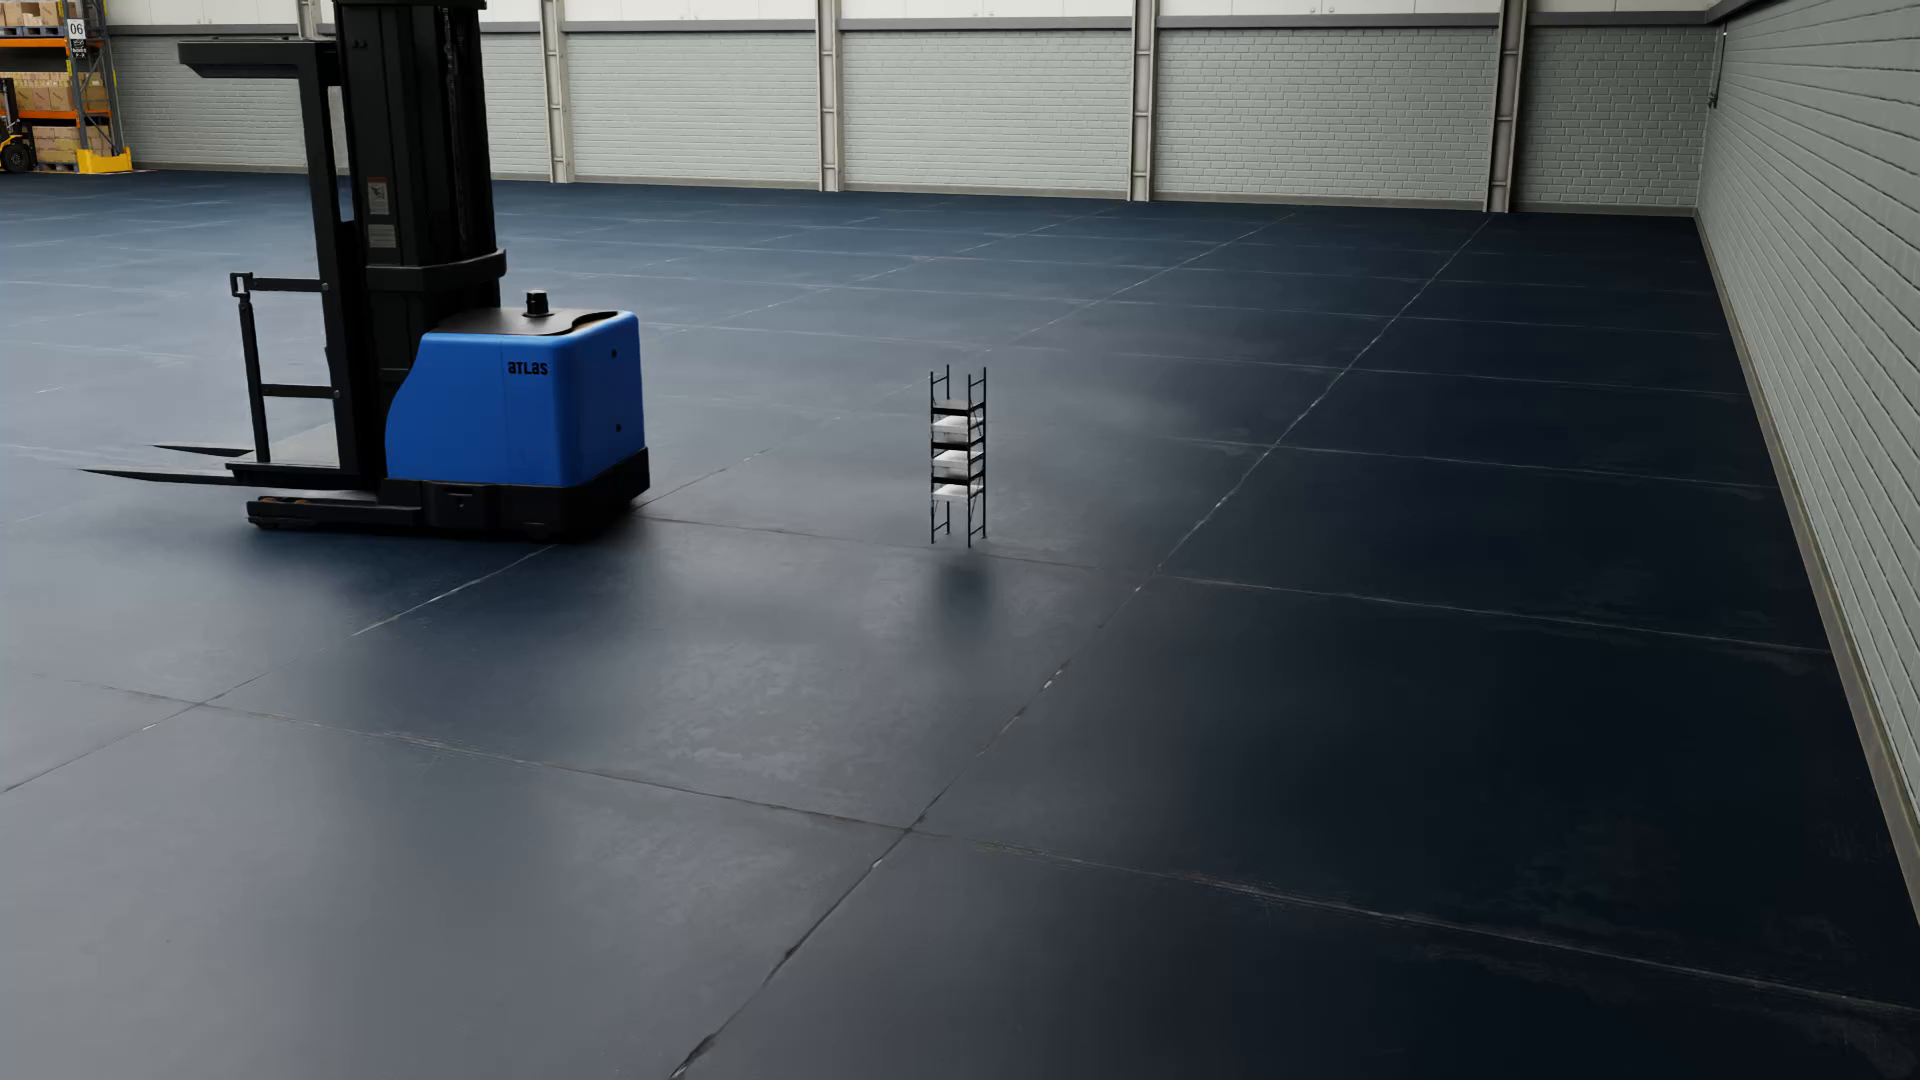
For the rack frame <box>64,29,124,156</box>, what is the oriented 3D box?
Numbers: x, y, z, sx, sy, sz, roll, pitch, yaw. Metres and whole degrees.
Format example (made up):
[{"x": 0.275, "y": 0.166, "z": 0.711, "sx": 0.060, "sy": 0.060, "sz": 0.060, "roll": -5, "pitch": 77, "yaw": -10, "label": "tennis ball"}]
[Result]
[{"x": -18.837, "y": -9.565, "z": 36.242, "sx": 0.127, "sy": 3.000, "sz": 1.000, "roll": 6, "pitch": 17, "yaw": 21, "label": "rack frame"}]

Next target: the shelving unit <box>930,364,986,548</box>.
[{"x": -0.008, "y": -0.433, "z": 8.551, "sx": 0.210, "sy": 0.900, "sz": 0.258, "roll": 6, "pitch": 17, "yaw": 21, "label": "shelving unit"}]

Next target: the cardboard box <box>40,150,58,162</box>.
[{"x": -19.849, "y": -8.466, "z": 36.634, "sx": 0.500, "sy": 0.250, "sz": 0.500, "roll": 6, "pitch": 17, "yaw": 21, "label": "cardboard box"}]

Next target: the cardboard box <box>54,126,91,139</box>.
[{"x": -19.380, "y": -8.893, "z": 36.311, "sx": 0.500, "sy": 0.250, "sz": 0.500, "roll": 7, "pitch": 18, "yaw": 22, "label": "cardboard box"}]

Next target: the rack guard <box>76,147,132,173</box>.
[{"x": -18.815, "y": -8.362, "z": 36.582, "sx": 0.348, "sy": 0.500, "sz": 1.175, "roll": 6, "pitch": 17, "yaw": 21, "label": "rack guard"}]

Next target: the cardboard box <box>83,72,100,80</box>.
[{"x": -19.071, "y": -10.157, "z": 36.405, "sx": 0.250, "sy": 0.149, "sz": 0.380, "roll": 6, "pitch": 17, "yaw": 20, "label": "cardboard box"}]

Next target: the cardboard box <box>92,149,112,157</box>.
[{"x": -19.222, "y": -8.547, "z": 36.914, "sx": 0.500, "sy": 0.250, "sz": 0.500, "roll": 6, "pitch": 17, "yaw": 21, "label": "cardboard box"}]

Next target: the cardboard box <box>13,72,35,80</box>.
[{"x": -20.472, "y": -10.154, "z": 36.394, "sx": 0.250, "sy": 0.149, "sz": 0.380, "roll": 7, "pitch": 17, "yaw": 22, "label": "cardboard box"}]

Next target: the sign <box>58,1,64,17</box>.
[{"x": -19.049, "y": -11.254, "z": 35.231, "sx": 0.005, "sy": 0.325, "sz": 0.100, "roll": 6, "pitch": 17, "yaw": 21, "label": "sign"}]

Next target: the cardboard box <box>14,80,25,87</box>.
[{"x": -20.465, "y": -10.012, "z": 36.439, "sx": 0.250, "sy": 0.149, "sz": 0.380, "roll": 6, "pitch": 17, "yaw": 21, "label": "cardboard box"}]

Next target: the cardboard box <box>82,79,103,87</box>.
[{"x": -19.058, "y": -10.027, "z": 36.489, "sx": 0.250, "sy": 0.149, "sz": 0.380, "roll": 6, "pitch": 17, "yaw": 19, "label": "cardboard box"}]

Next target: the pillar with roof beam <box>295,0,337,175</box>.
[{"x": -15.152, "y": -11.021, "z": 30.496, "sx": 0.400, "sy": 9.000, "sz": 9.100, "roll": 6, "pitch": 17, "yaw": 21, "label": "pillar with roof beam"}]

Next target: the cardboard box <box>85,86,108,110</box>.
[{"x": -19.196, "y": -9.736, "z": 36.651, "sx": 0.500, "sy": 0.500, "sz": 0.500, "roll": 7, "pitch": 18, "yaw": 22, "label": "cardboard box"}]

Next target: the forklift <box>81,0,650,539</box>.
[{"x": -3.329, "y": -1.596, "z": 8.913, "sx": 3.031, "sy": 2.935, "sz": 1.130, "roll": 3, "pitch": 16, "yaw": 11, "label": "forklift"}]

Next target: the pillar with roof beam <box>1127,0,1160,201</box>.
[{"x": 1.592, "y": -9.180, "z": 24.153, "sx": 0.400, "sy": 9.000, "sz": 9.100, "roll": 6, "pitch": 17, "yaw": 21, "label": "pillar with roof beam"}]

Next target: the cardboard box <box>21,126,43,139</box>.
[{"x": -20.330, "y": -8.993, "z": 36.654, "sx": 0.500, "sy": 0.250, "sz": 0.500, "roll": 7, "pitch": 17, "yaw": 21, "label": "cardboard box"}]

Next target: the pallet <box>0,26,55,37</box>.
[{"x": -20.624, "y": -11.167, "z": 36.537, "sx": 1.213, "sy": 0.211, "sz": 1.003, "roll": 6, "pitch": 17, "yaw": 21, "label": "pallet"}]

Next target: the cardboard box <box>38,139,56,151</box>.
[{"x": -19.867, "y": -8.709, "z": 36.576, "sx": 0.500, "sy": 0.250, "sz": 0.500, "roll": 6, "pitch": 17, "yaw": 20, "label": "cardboard box"}]

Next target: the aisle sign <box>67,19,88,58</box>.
[{"x": -18.884, "y": -10.731, "z": 35.594, "sx": 0.004, "sy": 0.787, "sz": 0.394, "roll": 6, "pitch": 17, "yaw": 21, "label": "aisle sign"}]

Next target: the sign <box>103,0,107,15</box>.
[{"x": -18.628, "y": -11.607, "z": 36.184, "sx": 0.005, "sy": 0.325, "sz": 0.100, "roll": 6, "pitch": 17, "yaw": 21, "label": "sign"}]

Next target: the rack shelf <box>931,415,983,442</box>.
[{"x": -0.008, "y": -0.574, "z": 8.510, "sx": 0.200, "sy": 0.077, "sz": 0.258, "roll": 6, "pitch": 17, "yaw": 21, "label": "rack shelf"}]

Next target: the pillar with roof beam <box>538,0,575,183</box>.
[{"x": -9.571, "y": -10.407, "z": 28.382, "sx": 0.400, "sy": 9.000, "sz": 9.100, "roll": 6, "pitch": 17, "yaw": 21, "label": "pillar with roof beam"}]

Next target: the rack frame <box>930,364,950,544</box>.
[{"x": -0.102, "y": -0.443, "z": 8.587, "sx": 0.006, "sy": 0.900, "sz": 0.240, "roll": 6, "pitch": 17, "yaw": 21, "label": "rack frame"}]

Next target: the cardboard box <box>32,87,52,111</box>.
[{"x": -19.871, "y": -9.651, "z": 36.358, "sx": 0.500, "sy": 0.500, "sz": 0.500, "roll": 7, "pitch": 18, "yaw": 22, "label": "cardboard box"}]

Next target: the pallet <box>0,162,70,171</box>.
[{"x": -20.695, "y": -8.419, "z": 37.294, "sx": 1.213, "sy": 0.211, "sz": 1.003, "roll": 6, "pitch": 17, "yaw": 21, "label": "pallet"}]

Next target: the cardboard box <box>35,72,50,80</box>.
[{"x": -19.946, "y": -10.131, "z": 36.315, "sx": 0.250, "sy": 0.149, "sz": 0.380, "roll": 6, "pitch": 17, "yaw": 21, "label": "cardboard box"}]

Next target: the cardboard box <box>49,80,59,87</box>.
[{"x": -19.511, "y": -9.906, "z": 36.073, "sx": 0.250, "sy": 0.149, "sz": 0.380, "roll": 7, "pitch": 17, "yaw": 22, "label": "cardboard box"}]

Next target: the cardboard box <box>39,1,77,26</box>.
[{"x": -19.338, "y": -11.286, "z": 35.675, "sx": 0.500, "sy": 0.500, "sz": 0.500, "roll": 7, "pitch": 18, "yaw": 22, "label": "cardboard box"}]

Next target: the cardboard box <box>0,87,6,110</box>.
[{"x": -20.819, "y": -9.752, "z": 36.705, "sx": 0.500, "sy": 0.500, "sz": 0.500, "roll": 6, "pitch": 17, "yaw": 21, "label": "cardboard box"}]

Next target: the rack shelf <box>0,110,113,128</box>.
[{"x": -20.698, "y": -9.424, "z": 37.047, "sx": 4.000, "sy": 0.370, "sz": 1.077, "roll": 6, "pitch": 17, "yaw": 21, "label": "rack shelf"}]

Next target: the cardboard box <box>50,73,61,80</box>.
[{"x": -19.489, "y": -10.067, "z": 36.093, "sx": 0.250, "sy": 0.149, "sz": 0.380, "roll": 6, "pitch": 17, "yaw": 21, "label": "cardboard box"}]

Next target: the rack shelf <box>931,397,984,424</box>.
[{"x": -0.008, "y": -0.660, "z": 8.485, "sx": 0.200, "sy": 0.077, "sz": 0.258, "roll": 6, "pitch": 17, "yaw": 21, "label": "rack shelf"}]

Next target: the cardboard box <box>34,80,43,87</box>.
[{"x": -19.956, "y": -9.977, "z": 36.316, "sx": 0.250, "sy": 0.149, "sz": 0.380, "roll": 6, "pitch": 17, "yaw": 20, "label": "cardboard box"}]

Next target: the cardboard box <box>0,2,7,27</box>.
[{"x": -20.785, "y": -11.488, "z": 36.366, "sx": 0.637, "sy": 0.503, "sz": 0.797, "roll": 7, "pitch": 18, "yaw": 22, "label": "cardboard box"}]

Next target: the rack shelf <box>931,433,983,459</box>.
[{"x": -0.008, "y": -0.487, "z": 8.535, "sx": 0.200, "sy": 0.077, "sz": 0.258, "roll": 6, "pitch": 17, "yaw": 21, "label": "rack shelf"}]

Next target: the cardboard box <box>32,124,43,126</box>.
[{"x": -20.616, "y": -9.183, "z": 37.311, "sx": 0.500, "sy": 0.250, "sz": 0.500, "roll": 6, "pitch": 17, "yaw": 20, "label": "cardboard box"}]

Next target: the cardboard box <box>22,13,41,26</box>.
[{"x": -19.955, "y": -11.223, "z": 35.880, "sx": 0.258, "sy": 0.266, "sz": 0.396, "roll": 6, "pitch": 17, "yaw": 21, "label": "cardboard box"}]

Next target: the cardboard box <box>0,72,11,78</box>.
[{"x": -20.905, "y": -10.235, "z": 36.673, "sx": 0.250, "sy": 0.149, "sz": 0.380, "roll": 6, "pitch": 17, "yaw": 21, "label": "cardboard box"}]

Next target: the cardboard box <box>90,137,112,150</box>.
[{"x": -19.198, "y": -8.788, "z": 36.848, "sx": 0.500, "sy": 0.250, "sz": 0.500, "roll": 7, "pitch": 17, "yaw": 22, "label": "cardboard box"}]
